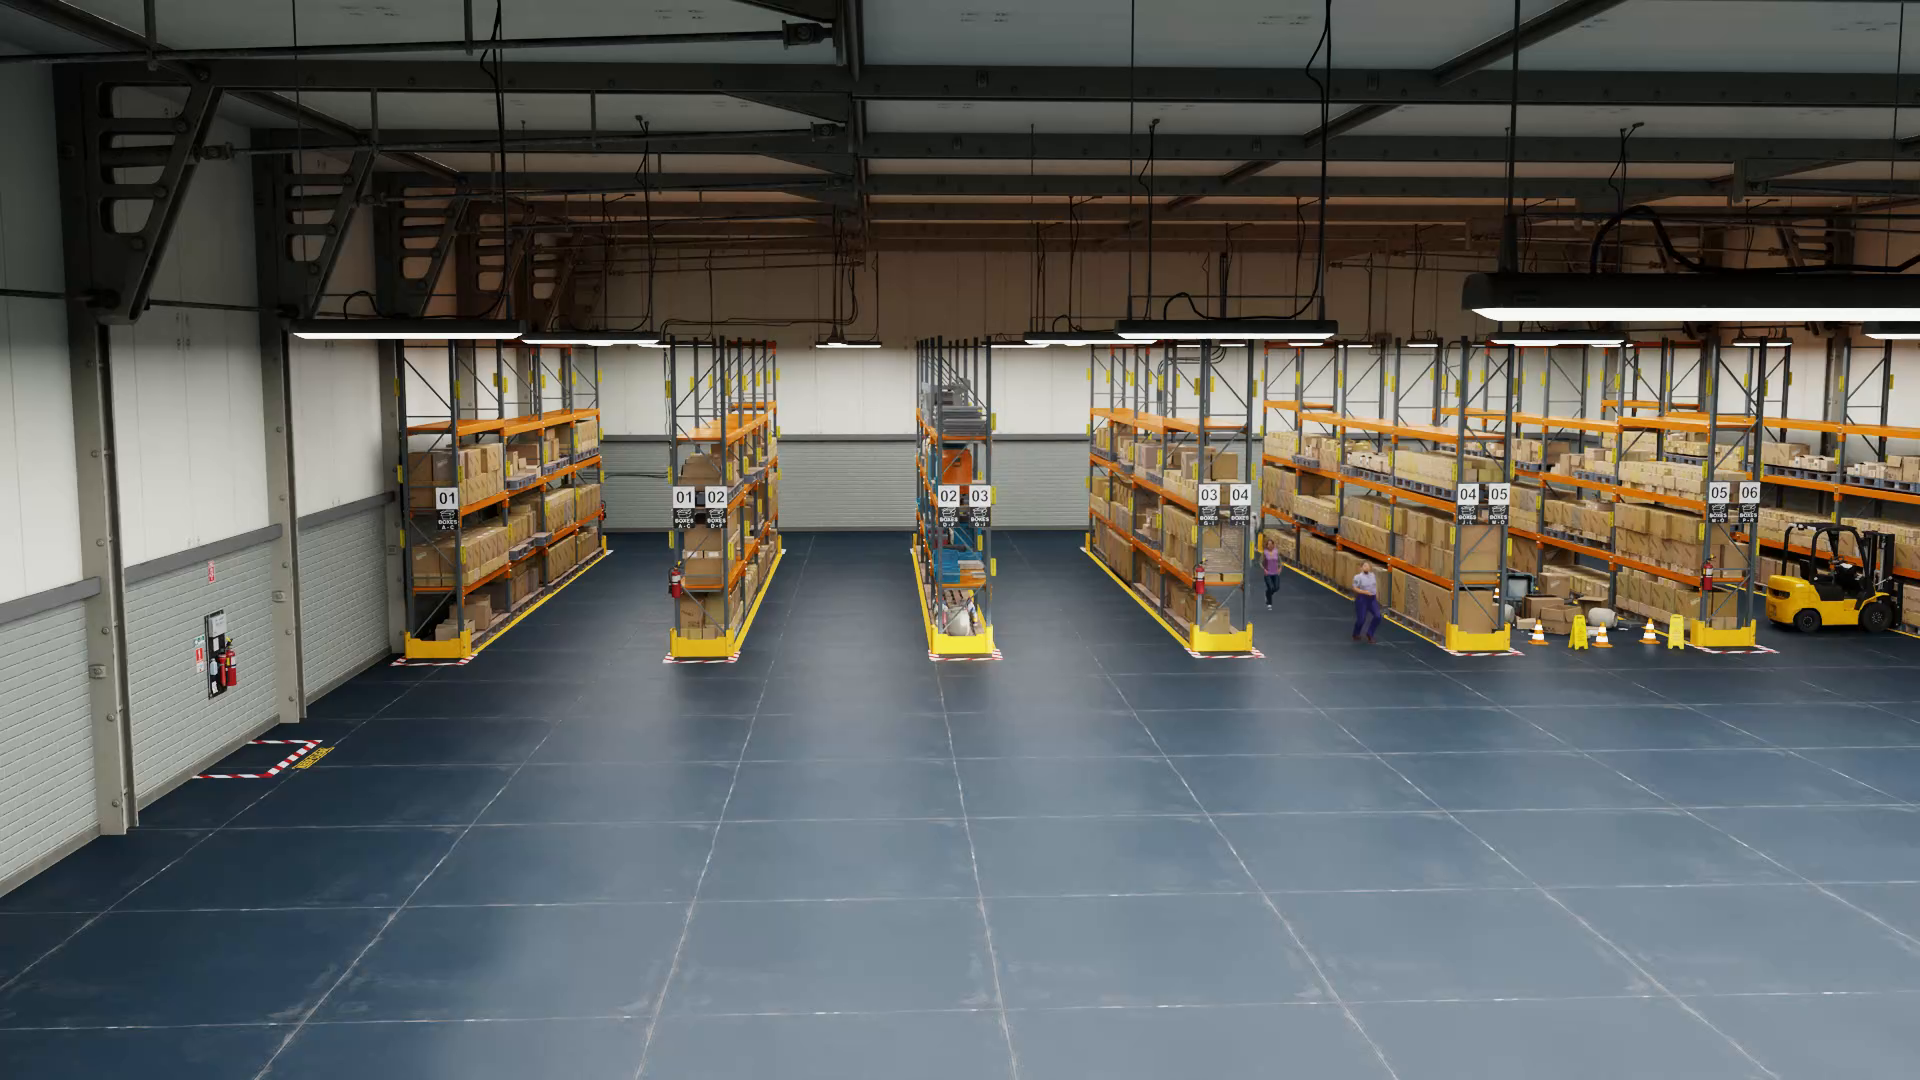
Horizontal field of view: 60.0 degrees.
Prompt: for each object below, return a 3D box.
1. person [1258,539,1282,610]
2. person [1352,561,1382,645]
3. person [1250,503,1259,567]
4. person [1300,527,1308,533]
[{"bbox_3d":[6.900,0.727,36.958,0.542,1.492,0.494,0,7,-4],"label":"person"},{"bbox_3d":[7.980,1.232,32.629,0.611,1.658,0.696,-2,7,-14],"label":"person"},{"bbox_3d":[7.710,-0.155,44.479,0.638,1.730,0.833,-1,7,-6],"label":"person"},{"bbox_3d":[10.024,-0.696,49.120,0.556,1.698,0.715,-1,7,-8],"label":"person"}]
